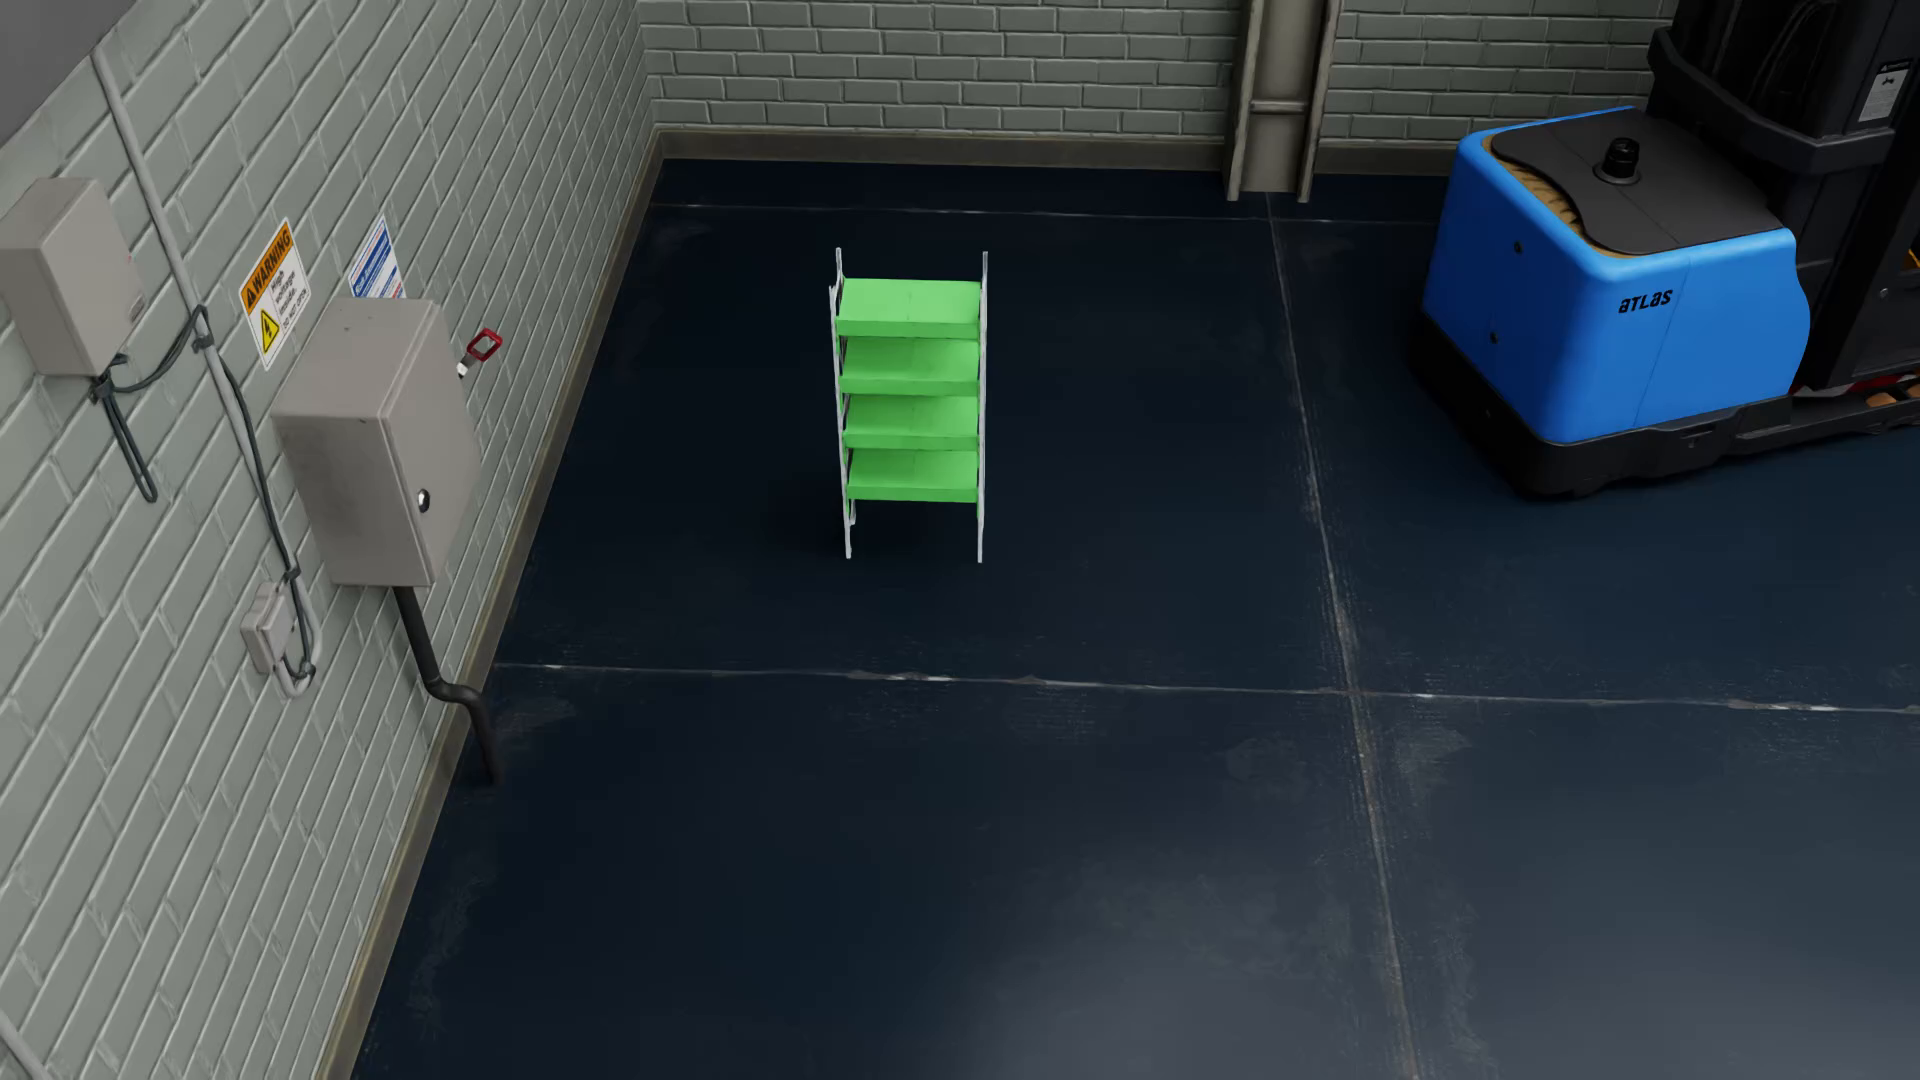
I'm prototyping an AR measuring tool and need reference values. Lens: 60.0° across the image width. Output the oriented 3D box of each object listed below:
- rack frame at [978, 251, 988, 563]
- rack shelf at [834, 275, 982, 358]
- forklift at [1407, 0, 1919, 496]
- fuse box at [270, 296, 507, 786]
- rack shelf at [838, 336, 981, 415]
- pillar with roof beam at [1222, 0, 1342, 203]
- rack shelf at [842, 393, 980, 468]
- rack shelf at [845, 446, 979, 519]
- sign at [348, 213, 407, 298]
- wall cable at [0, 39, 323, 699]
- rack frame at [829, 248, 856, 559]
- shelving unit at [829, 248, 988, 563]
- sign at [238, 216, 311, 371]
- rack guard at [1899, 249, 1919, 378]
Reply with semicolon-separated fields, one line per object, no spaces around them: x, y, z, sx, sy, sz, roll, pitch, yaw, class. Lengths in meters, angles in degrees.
0.078;-0.437;5.838;0.015;1.200;0.240;2;43;2;rack frame
-0.165;-0.749;5.563;0.480;0.148;0.258;2;43;2;rack shelf
3.456;-1.831;6.065;3.031;2.935;1.130;-12;44;-13;forklift
-1.475;0.134;4.850;0.414;1.711;0.539;2;43;2;fuse box
-0.165;-0.573;5.726;0.480;0.148;0.258;2;43;2;rack shelf
1.292;-2.094;1.896;0.400;9.000;9.100;2;43;2;pillar with roof beam
-0.165;-0.397;5.890;0.480;0.148;0.258;2;43;2;rack shelf
-0.165;-0.222;6.054;0.480;0.148;0.258;2;43;2;rack shelf
-1.659;-0.645;4.811;0.001;0.494;0.329;2;43;2;sign
-1.663;-0.249;3.571;0.122;1.984;0.588;2;43;2;wall cable
-0.409;-0.452;5.854;0.015;1.200;0.240;2;43;2;rack frame
-0.165;-0.444;5.846;0.503;1.200;0.258;2;43;2;shelving unit
-1.684;-0.608;4.096;0.001;0.242;0.339;2;43;2;sign
4.215;-1.217;7.190;0.348;0.500;1.175;2;43;2;rack guard
